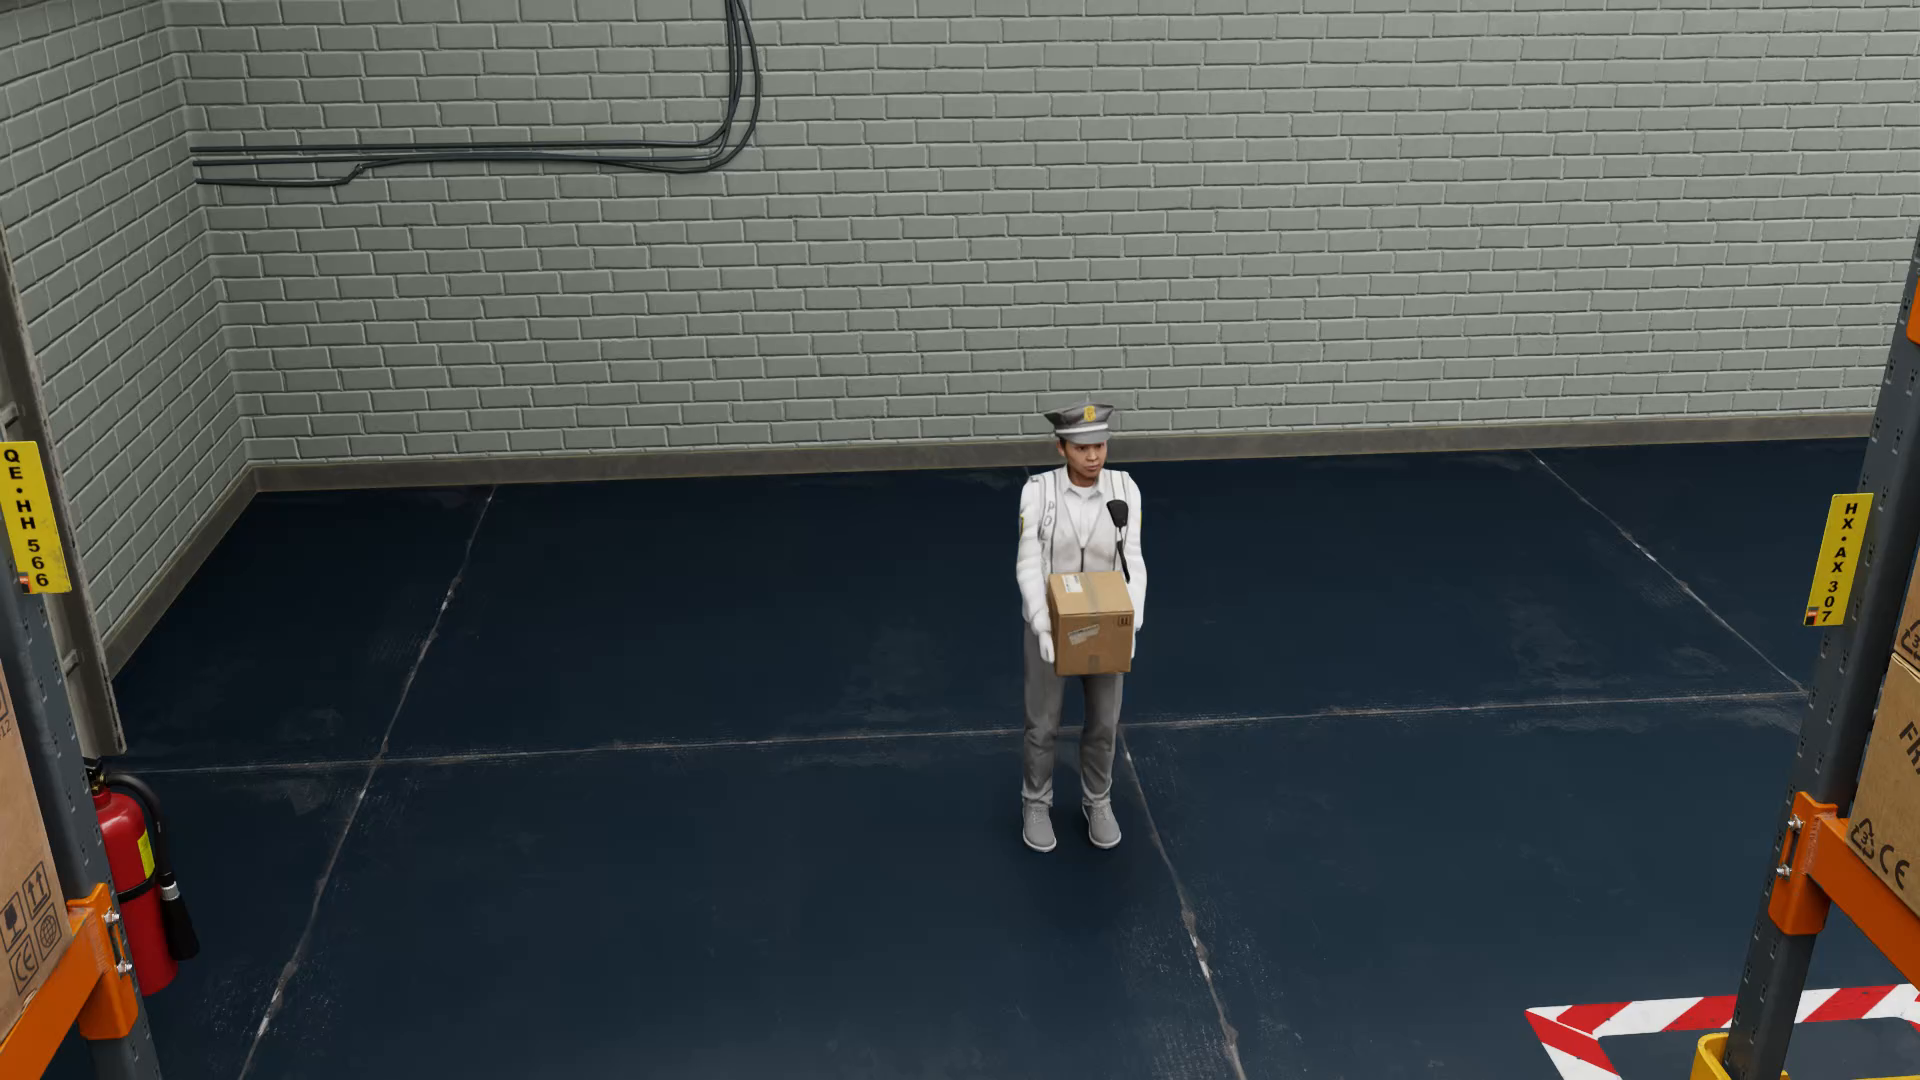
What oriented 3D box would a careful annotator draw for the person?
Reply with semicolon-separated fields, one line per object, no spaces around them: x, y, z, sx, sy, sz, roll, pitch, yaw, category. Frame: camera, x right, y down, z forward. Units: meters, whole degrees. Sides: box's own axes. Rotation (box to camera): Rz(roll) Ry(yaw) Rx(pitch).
0.418;0.337;5.813;0.447;1.691;0.530;-2;24;-5;person
